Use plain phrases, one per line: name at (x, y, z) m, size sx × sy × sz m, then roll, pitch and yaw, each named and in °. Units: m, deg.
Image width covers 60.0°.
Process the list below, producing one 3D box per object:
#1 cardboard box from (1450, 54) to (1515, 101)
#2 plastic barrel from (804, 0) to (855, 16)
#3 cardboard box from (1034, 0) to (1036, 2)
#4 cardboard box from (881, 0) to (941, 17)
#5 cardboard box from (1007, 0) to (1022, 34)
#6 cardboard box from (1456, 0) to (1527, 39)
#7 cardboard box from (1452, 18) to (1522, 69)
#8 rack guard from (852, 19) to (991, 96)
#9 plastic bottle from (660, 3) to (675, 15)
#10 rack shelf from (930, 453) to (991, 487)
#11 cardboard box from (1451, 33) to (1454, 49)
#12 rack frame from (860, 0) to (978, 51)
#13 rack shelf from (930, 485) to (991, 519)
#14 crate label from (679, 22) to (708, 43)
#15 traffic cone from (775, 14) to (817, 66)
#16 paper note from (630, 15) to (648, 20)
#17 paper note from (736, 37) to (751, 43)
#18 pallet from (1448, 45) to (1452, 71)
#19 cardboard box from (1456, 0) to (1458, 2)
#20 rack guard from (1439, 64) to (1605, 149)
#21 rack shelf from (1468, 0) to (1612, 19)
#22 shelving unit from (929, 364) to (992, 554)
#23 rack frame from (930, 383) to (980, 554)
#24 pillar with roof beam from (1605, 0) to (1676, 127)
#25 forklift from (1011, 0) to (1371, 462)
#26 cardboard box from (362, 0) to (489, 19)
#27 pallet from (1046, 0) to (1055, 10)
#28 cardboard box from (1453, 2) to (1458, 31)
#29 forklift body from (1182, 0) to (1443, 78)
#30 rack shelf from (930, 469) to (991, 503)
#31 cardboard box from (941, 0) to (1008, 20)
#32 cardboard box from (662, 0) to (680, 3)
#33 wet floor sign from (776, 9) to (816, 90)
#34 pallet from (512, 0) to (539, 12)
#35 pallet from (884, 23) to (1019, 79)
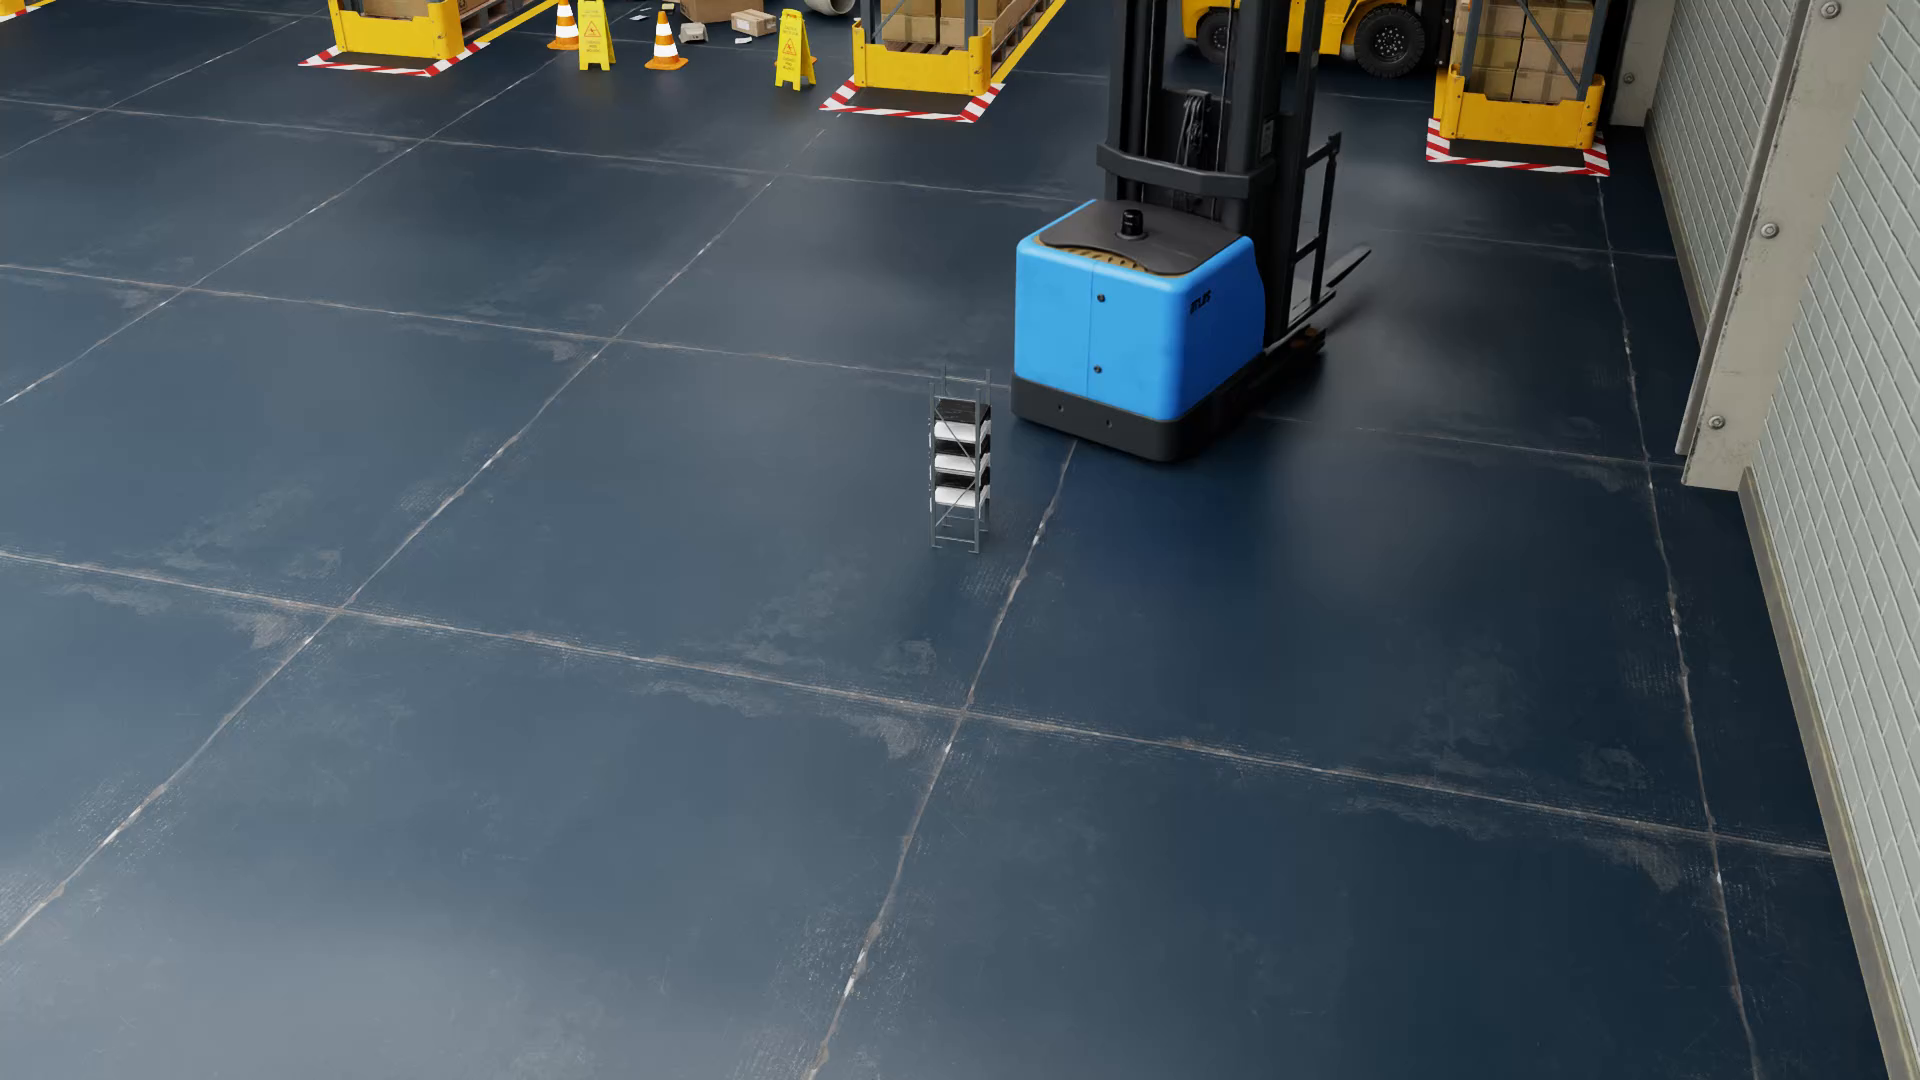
cardboard box at (4.269, -3.817, 13.629) m, size 0.500 × 0.250 × 0.500 m, roll 8°, pitch 33°, yaw 13°
plastic barrel at (-1.287, -5.378, 16.315) m, size 0.421 × 0.421 × 0.512 m, roll -21°, pitch 38°, yaw -29°
cardboard box at (0.519, -5.395, 16.112) m, size 0.500 × 0.250 × 0.500 m, roll 9°, pitch 33°, yaw 13°
cardboard box at (-0.396, -4.972, 14.747) m, size 0.500 × 0.500 × 0.500 m, roll 8°, pitch 33°, yaw 13°
cardboard box at (0.262, -4.849, 15.252) m, size 0.500 × 0.250 × 0.500 m, roll 9°, pitch 34°, yaw 14°
cardboard box at (4.271, -4.233, 13.353) m, size 0.500 × 0.250 × 0.500 m, roll 9°, pitch 34°, yaw 14°
cardboard box at (4.277, -4.036, 13.508) m, size 0.500 × 0.250 × 0.500 m, roll 8°, pitch 33°, yaw 12°
rack guard at (-0.327, -4.171, 14.346) m, size 1.175 × 0.500 × 0.348 m, roll 8°, pitch 33°, yaw 12°
plastic bottle at (-2.894, -5.267, 16.478) m, size 0.133 × 0.061 × 0.283 m, roll -3°, pitch 33°, yaw -4°
rack shelf at (0.002, -0.356, 8.033) m, size 0.258 × 0.077 × 0.200 m, roll 8°, pitch 33°, yaw 12°
cardboard box at (4.540, -4.332, 14.440) m, size 0.500 × 0.250 × 0.500 m, roll 8°, pitch 33°, yaw 13°
rack frame at (-0.347, -5.187, 13.613) m, size 1.000 × 3.000 × 0.127 m, roll 8°, pitch 33°, yaw 12°
rack shelf at (0.002, -0.204, 8.130) m, size 0.258 × 0.077 × 0.200 m, roll 8°, pitch 33°, yaw 12°
crate label at (-2.506, -4.769, 15.624) m, size 0.250 × 0.136 × 0.298 m, roll -8°, pitch 33°, yaw -13°
traffic cone at (-1.485, -4.515, 14.921) m, size 0.336 × 0.463 × 0.334 m, roll 8°, pitch 33°, yaw 12°
paper note at (-3.131, -5.116, 16.270) m, size 0.144 × 0.017 × 0.142 m, roll 20°, pitch 38°, yaw 29°
paper note at (-2.032, -4.696, 15.608) m, size 0.148 × 0.019 × 0.142 m, roll -3°, pitch 33°, yaw -4°
pallet at (4.921, -4.370, 14.927) m, size 1.003 × 0.211 × 1.213 m, roll 8°, pitch 33°, yaw 12°
cardboard box at (4.513, -4.762, 14.185) m, size 0.500 × 0.250 × 0.500 m, roll 8°, pitch 33°, yaw 13°
rack guard at (4.449, -3.446, 13.204) m, size 1.175 × 0.500 × 0.348 m, roll 8°, pitch 33°, yaw 12°
rack shelf at (4.963, -5.247, 14.379) m, size 1.077 × 0.370 × 4.000 m, roll 8°, pitch 33°, yaw 12°
shelving unit at (0.002, -0.384, 8.015) m, size 0.258 × 0.900 × 0.210 m, roll 8°, pitch 33°, yaw 12°
rack frame at (-0.024, -0.331, 7.932) m, size 0.240 × 0.900 × 0.006 m, roll 8°, pitch 33°, yaw 12°
pillar with roof beam at (1.340, -7.870, 12.241) m, size 9.100 × 9.000 × 0.400 m, roll 8°, pitch 33°, yaw 12°
forklift at (1.539, -2.392, 9.281) m, size 1.130 × 2.935 × 3.031 m, roll 21°, pitch 38°, yaw 29°
cardboard box at (-5.052, -5.450, 15.616) m, size 0.875 × 0.875 × 0.875 m, roll 8°, pitch 33°, yaw 13°
pallet at (0.532, -5.733, 17.071) m, size 1.003 × 0.211 × 1.213 m, roll 8°, pitch 33°, yaw 12°
cardboard box at (4.525, -4.566, 14.341) m, size 0.500 × 0.250 × 0.500 m, roll 7°, pitch 33°, yaw 11°
forklift body at (3.172, -5.387, 14.719) m, size 2.313 × 2.155 × 1.214 m, roll 8°, pitch 33°, yaw 12°
rack shelf at (0.002, -0.280, 8.081) m, size 0.258 × 0.077 × 0.200 m, roll 8°, pitch 33°, yaw 12°
cardboard box at (0.131, -4.914, 14.656) m, size 0.500 × 0.500 × 0.500 m, roll 7°, pitch 33°, yaw 11°
cardboard box at (-2.800, -5.588, 16.792) m, size 0.396 × 0.266 × 0.258 m, roll 14°, pitch 35°, yaw 21°
wet floor sign at (-1.430, -4.240, 14.319) m, size 0.267 × 0.644 × 0.232 m, roll 20°, pitch 38°, yaw 29°
pallet at (-4.721, -5.688, 17.001) m, size 1.003 × 0.211 × 1.213 m, roll 8°, pitch 33°, yaw 12°
pallet at (-0.087, -4.466, 15.079) m, size 1.003 × 0.211 × 1.213 m, roll 8°, pitch 33°, yaw 12°
